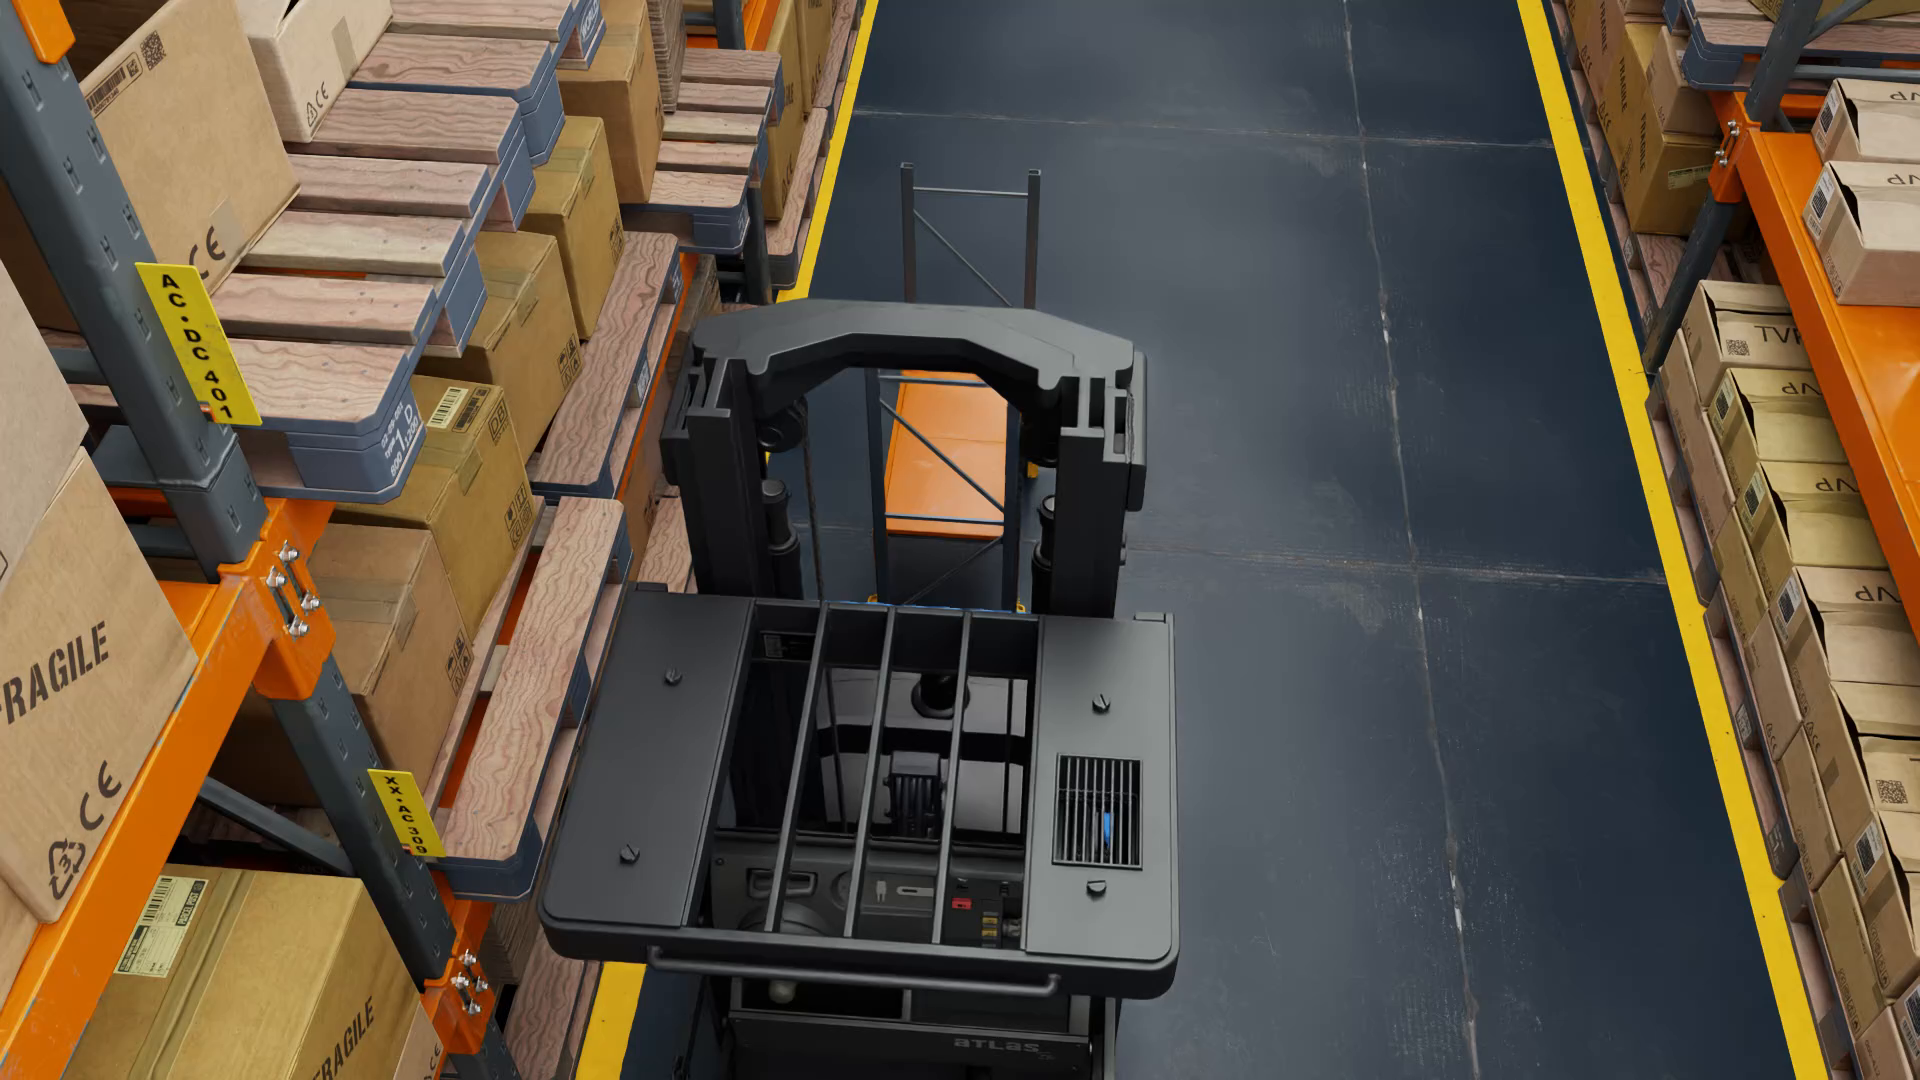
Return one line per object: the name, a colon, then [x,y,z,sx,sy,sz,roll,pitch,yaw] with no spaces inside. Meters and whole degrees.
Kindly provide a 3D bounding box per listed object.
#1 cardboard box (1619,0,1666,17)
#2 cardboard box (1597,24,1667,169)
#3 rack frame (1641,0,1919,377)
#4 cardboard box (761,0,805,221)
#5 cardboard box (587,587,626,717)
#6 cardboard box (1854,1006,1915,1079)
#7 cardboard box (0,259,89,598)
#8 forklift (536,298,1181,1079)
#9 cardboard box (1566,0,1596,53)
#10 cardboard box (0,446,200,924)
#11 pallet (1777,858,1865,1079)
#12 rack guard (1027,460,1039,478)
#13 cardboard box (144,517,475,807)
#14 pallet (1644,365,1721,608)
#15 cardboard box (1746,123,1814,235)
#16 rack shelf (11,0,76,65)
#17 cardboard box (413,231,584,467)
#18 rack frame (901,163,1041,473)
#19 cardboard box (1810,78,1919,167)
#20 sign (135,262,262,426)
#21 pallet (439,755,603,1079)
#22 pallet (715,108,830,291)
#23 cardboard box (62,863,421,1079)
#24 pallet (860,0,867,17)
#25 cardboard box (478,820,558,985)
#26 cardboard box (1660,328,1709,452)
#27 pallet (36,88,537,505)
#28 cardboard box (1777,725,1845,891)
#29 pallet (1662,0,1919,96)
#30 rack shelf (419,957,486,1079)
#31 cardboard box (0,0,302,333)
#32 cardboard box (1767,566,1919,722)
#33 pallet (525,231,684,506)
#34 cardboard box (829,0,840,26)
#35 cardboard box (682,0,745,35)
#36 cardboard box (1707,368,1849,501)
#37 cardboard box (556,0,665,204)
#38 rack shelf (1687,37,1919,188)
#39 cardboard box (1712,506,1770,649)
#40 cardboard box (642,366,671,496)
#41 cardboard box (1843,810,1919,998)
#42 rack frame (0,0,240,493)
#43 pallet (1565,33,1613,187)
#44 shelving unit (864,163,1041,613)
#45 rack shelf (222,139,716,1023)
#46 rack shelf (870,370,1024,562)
cardboard box: [3.505,-2.810,8.175,0.500,0.250,0.500,3,48,3]
cardboard box: [3.462,-2.143,8.073,0.500,0.500,0.500,2,48,2]
rack frame: [3.563,-1.755,6.323,1.000,3.000,0.127,4,48,4]
cardboard box: [-1.173,-2.033,7.749,0.750,0.750,0.750,3,48,3]
cardboard box: [-1.600,0.252,5.883,0.700,0.500,0.500,4,48,4]
cardboard box: [2.948,1.646,4.790,0.500,0.250,0.500,3,48,3]
cardboard box: [-1.510,-0.150,2.063,0.500,0.500,0.500,0,48,0]
forklift: [-0.144,1.030,3.822,1.130,2.935,3.031,3,48,3]
cardboard box: [3.550,-2.901,8.766,0.500,0.500,0.500,4,48,4]
cardboard box: [-1.535,0.191,2.429,0.500,0.500,0.500,5,48,5]
pallet: [3.227,1.581,5.161,1.003,0.211,1.213,4,48,4]
rack guard: [0.038,-0.394,6.941,0.587,0.250,0.087,4,48,4]
cardboard box: [-1.654,0.300,4.077,0.700,0.500,0.500,4,48,4]
pallet: [3.449,-0.212,6.801,1.003,0.211,1.213,4,48,4]
cardboard box: [3.931,-1.760,7.723,0.500,0.500,0.500,2,48,2]
rack shelf: [-1.553,-2.263,3.480,1.077,0.370,4.000,4,48,4]
cardboard box: [-1.567,-0.596,4.897,0.700,0.500,0.500,10,48,9]
rack frame: [0.039,-0.817,6.481,0.500,1.500,0.032,4,48,4]
cardboard box: [3.487,-1.461,6.114,0.500,0.311,0.500,7,48,6]
sign: [-1.194,-0.302,2.610,0.100,0.325,0.005,4,48,4]
pallet: [-1.665,1.223,5.489,1.003,0.211,1.213,4,48,4]
pallet: [-1.223,-1.719,8.179,1.003,0.211,1.213,4,48,4]
cardboard box: [-1.470,1.013,3.371,0.500,0.500,0.500,4,48,3]
pallet: [-1.001,-3.512,9.819,1.003,0.211,1.213,4,48,4]
cardboard box: [-1.684,1.007,5.192,0.700,0.500,0.500,5,48,5]
cardboard box: [3.223,-0.604,6.848,0.500,0.250,0.500,4,48,3]
pallet: [-1.572,-0.542,3.307,1.213,0.211,1.003,4,48,4]
cardboard box: [3.042,0.899,5.474,0.500,0.250,0.500,5,48,4]
pallet: [3.555,-2.193,6.853,1.213,0.211,1.003,4,48,4]
rack shelf: [-1.917,2.566,2.858,1.077,0.370,4.000,4,48,4]
cardboard box: [-1.605,-0.730,3.000,0.500,0.500,0.500,10,48,9]
cardboard box: [3.088,0.346,5.600,0.500,0.311,0.500,3,48,3]
pallet: [-1.510,-0.563,5.363,1.003,0.211,1.213,4,48,4]
cardboard box: [-1.014,-3.301,8.909,0.750,0.750,0.750,5,48,5]
cardboard box: [-1.110,-2.234,6.917,0.380,0.149,0.250,3,48,3]
cardboard box: [3.183,-0.406,6.288,0.500,0.311,0.500,3,48,3]
cardboard box: [-1.427,-1.509,5.732,0.700,0.500,0.500,0,48,0]
rack shelf: [3.745,-2.982,7.932,1.077,0.370,4.000,4,48,4]
cardboard box: [3.137,0.148,6.161,0.500,0.250,0.500,3,48,2]
cardboard box: [-1.547,-0.487,6.559,0.700,0.500,0.500,4,48,3]
cardboard box: [2.991,1.082,4.927,0.500,0.311,0.500,5,48,5]
rack frame: [-1.735,-1.171,1.723,1.000,3.000,0.127,4,48,4]
pallet: [3.783,-2.254,8.669,1.003,0.211,1.213,4,48,4]
shelving unit: [-0.007,-0.450,6.145,0.587,1.500,1.083,4,48,4]
rack shelf: [-1.553,-0.373,5.546,1.077,0.370,4.000,4,48,4]
rack shelf: [-0.008,-0.322,6.272,0.538,0.185,1.000,4,48,4]
